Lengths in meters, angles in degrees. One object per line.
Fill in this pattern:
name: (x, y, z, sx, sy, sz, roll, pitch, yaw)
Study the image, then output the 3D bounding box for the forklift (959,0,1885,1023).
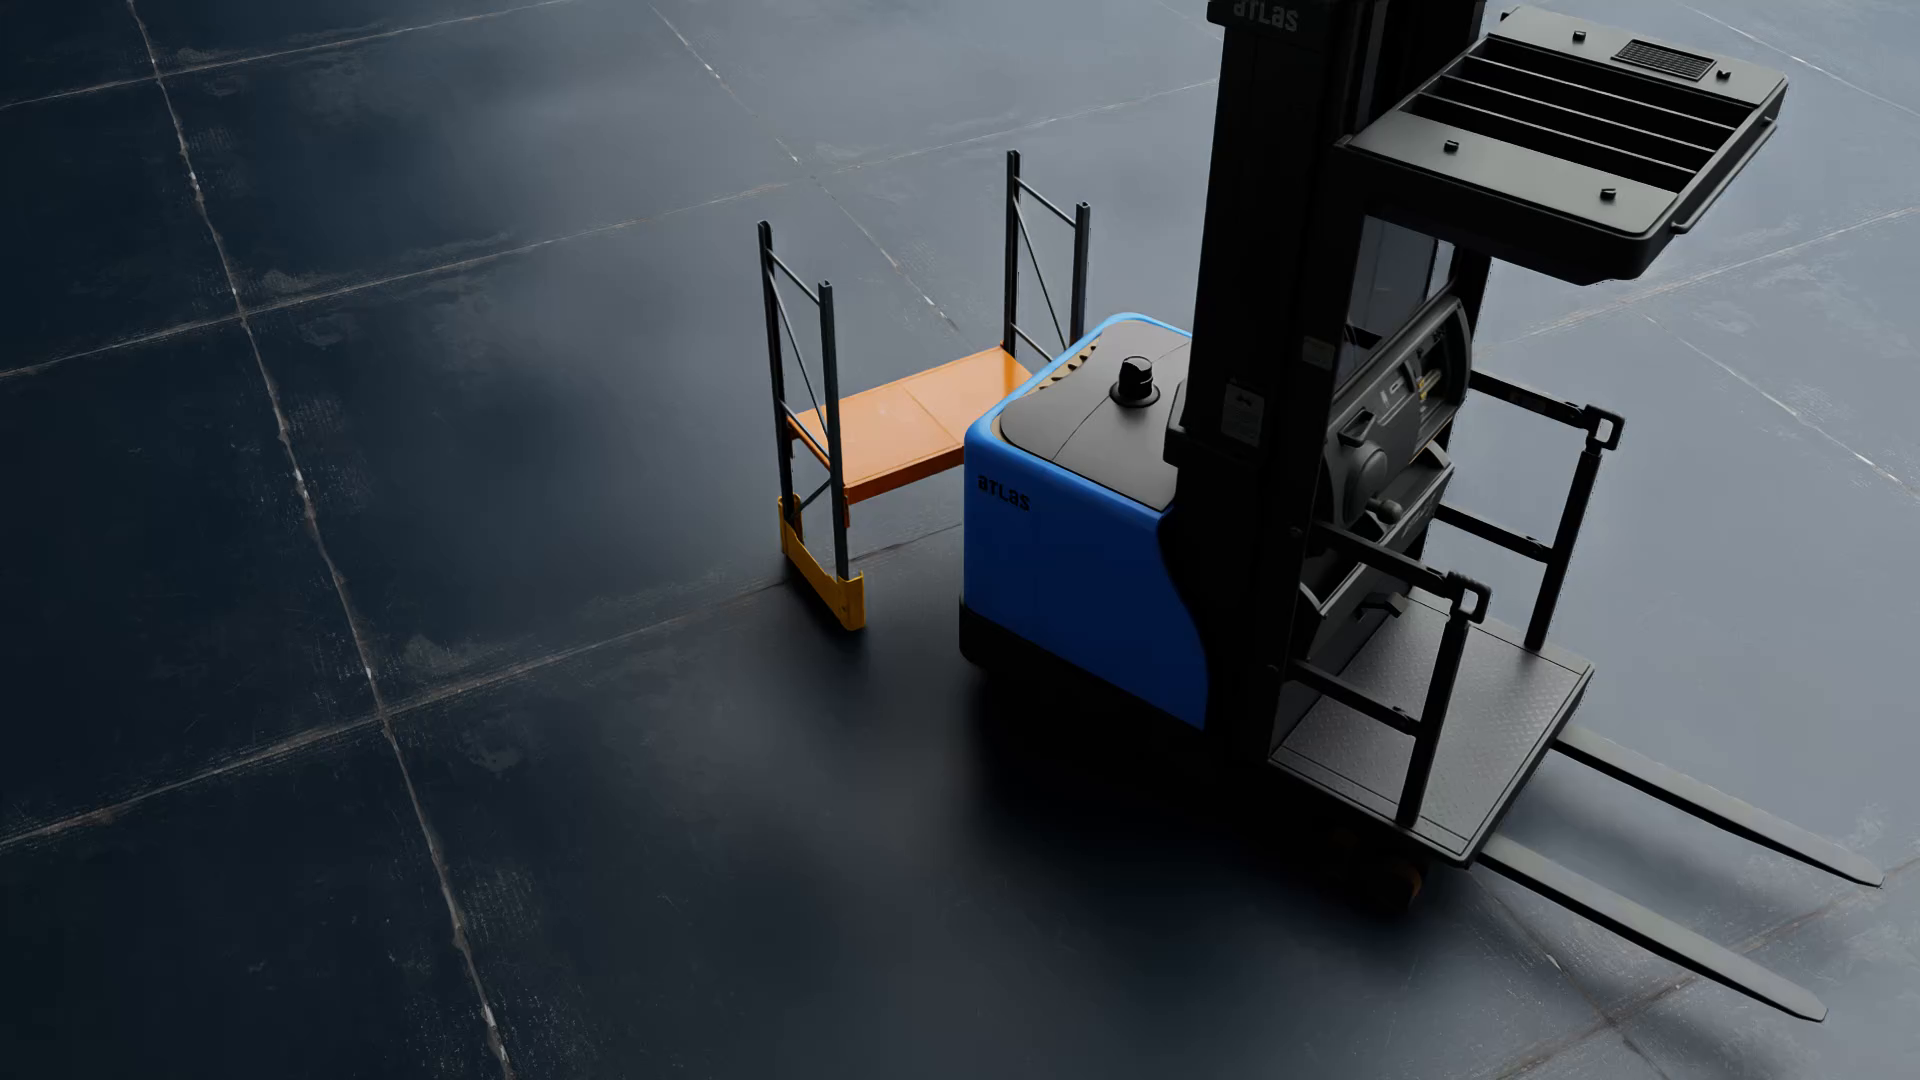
forklift: (1.476, -0.331, 4.872, 3.031, 2.935, 1.130, 26, 47, 28)

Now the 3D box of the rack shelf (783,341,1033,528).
rack shelf: (-0.121, -0.422, 6.366, 1.000, 0.185, 0.538, -21, 45, -23)

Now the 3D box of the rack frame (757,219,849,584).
rack frame: (-0.557, -0.390, 6.050, 0.032, 1.500, 0.500, -21, 45, -23)

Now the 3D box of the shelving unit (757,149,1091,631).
shelving unit: (-0.113, -0.562, 6.253, 1.083, 1.500, 0.587, -21, 45, -23)

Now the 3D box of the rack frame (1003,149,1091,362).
rack frame: (0.315, -0.728, 6.449, 0.032, 1.500, 0.500, -21, 45, -23)

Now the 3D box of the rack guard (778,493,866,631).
rack guard: (-0.540, 0.081, 6.461, 0.087, 0.250, 0.587, -21, 45, -23)
